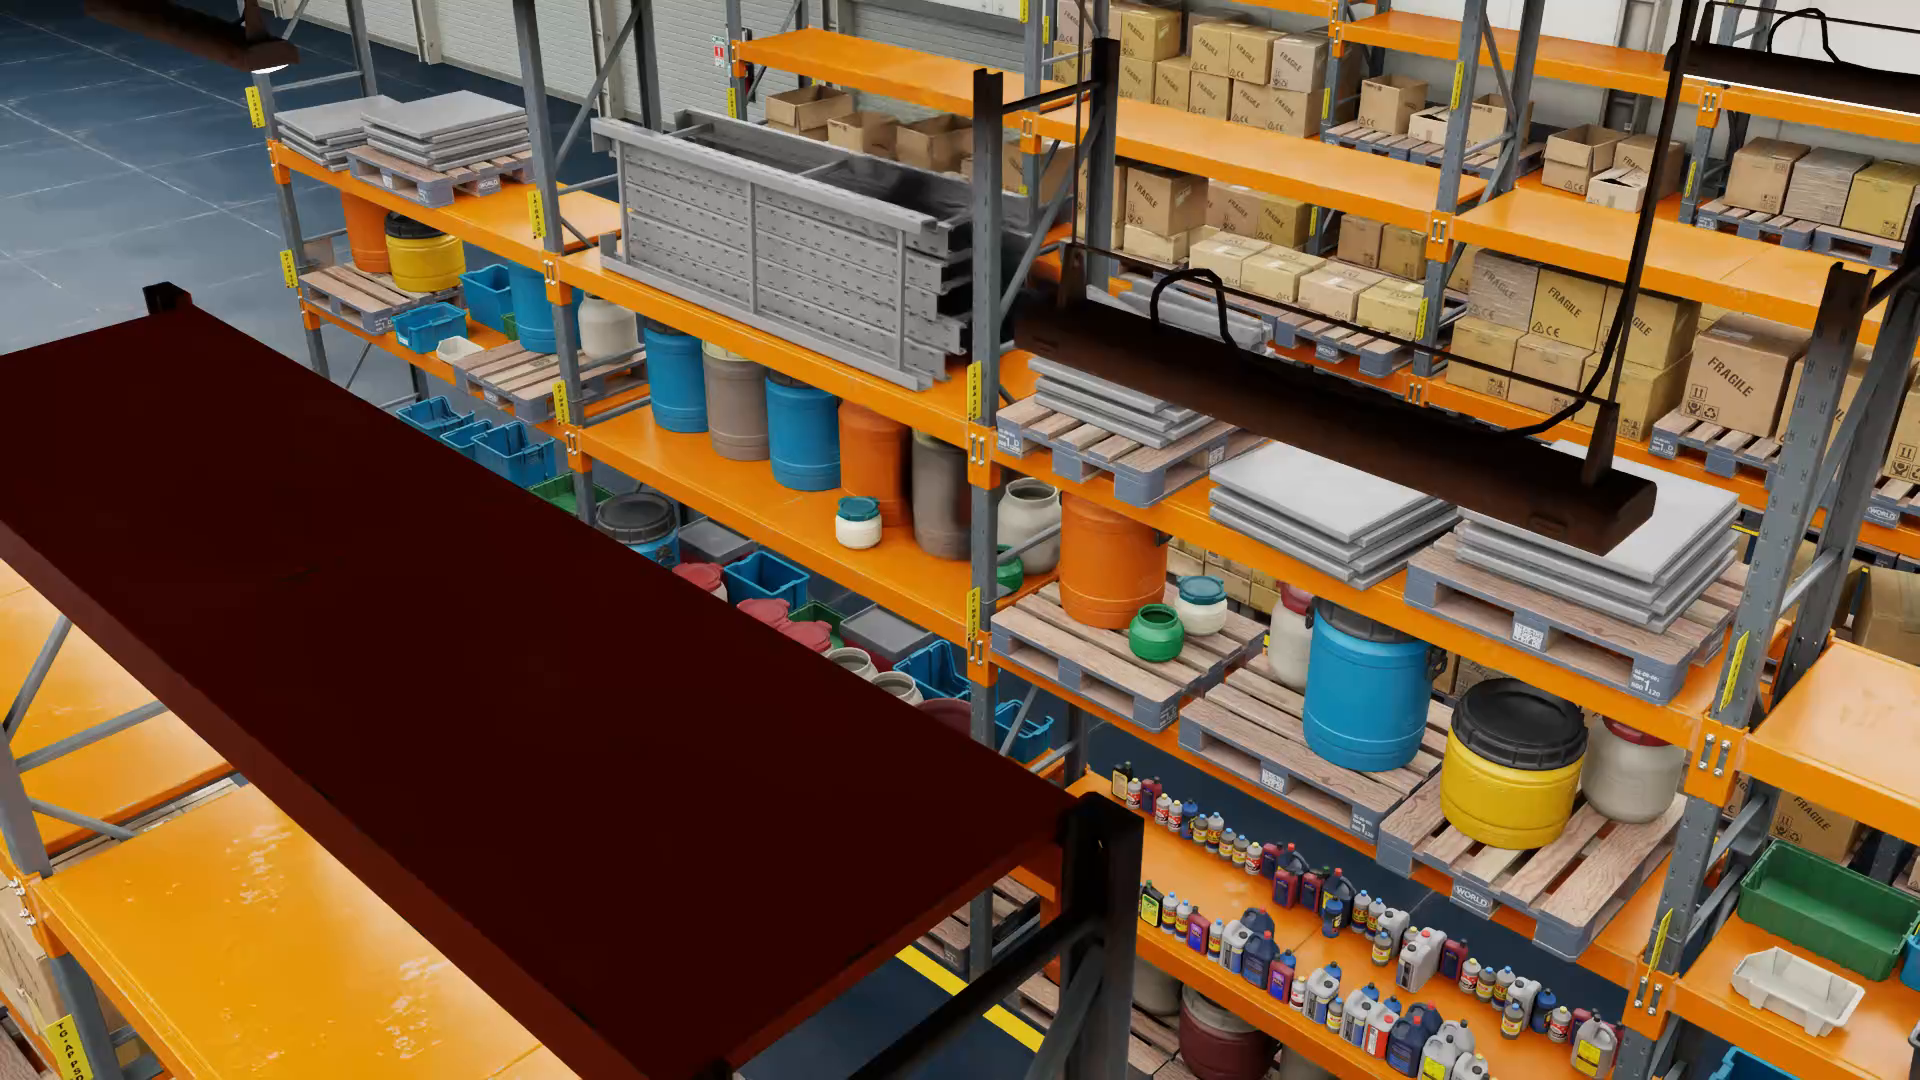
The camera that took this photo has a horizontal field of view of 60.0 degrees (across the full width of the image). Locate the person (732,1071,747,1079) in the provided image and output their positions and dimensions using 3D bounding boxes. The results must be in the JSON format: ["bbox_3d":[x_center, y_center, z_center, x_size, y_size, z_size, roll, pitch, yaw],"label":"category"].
[{"bbox_3d":[-1.454,2.841,9.449,0.943,1.717,0.647,16,33,27],"label":"person"}]
